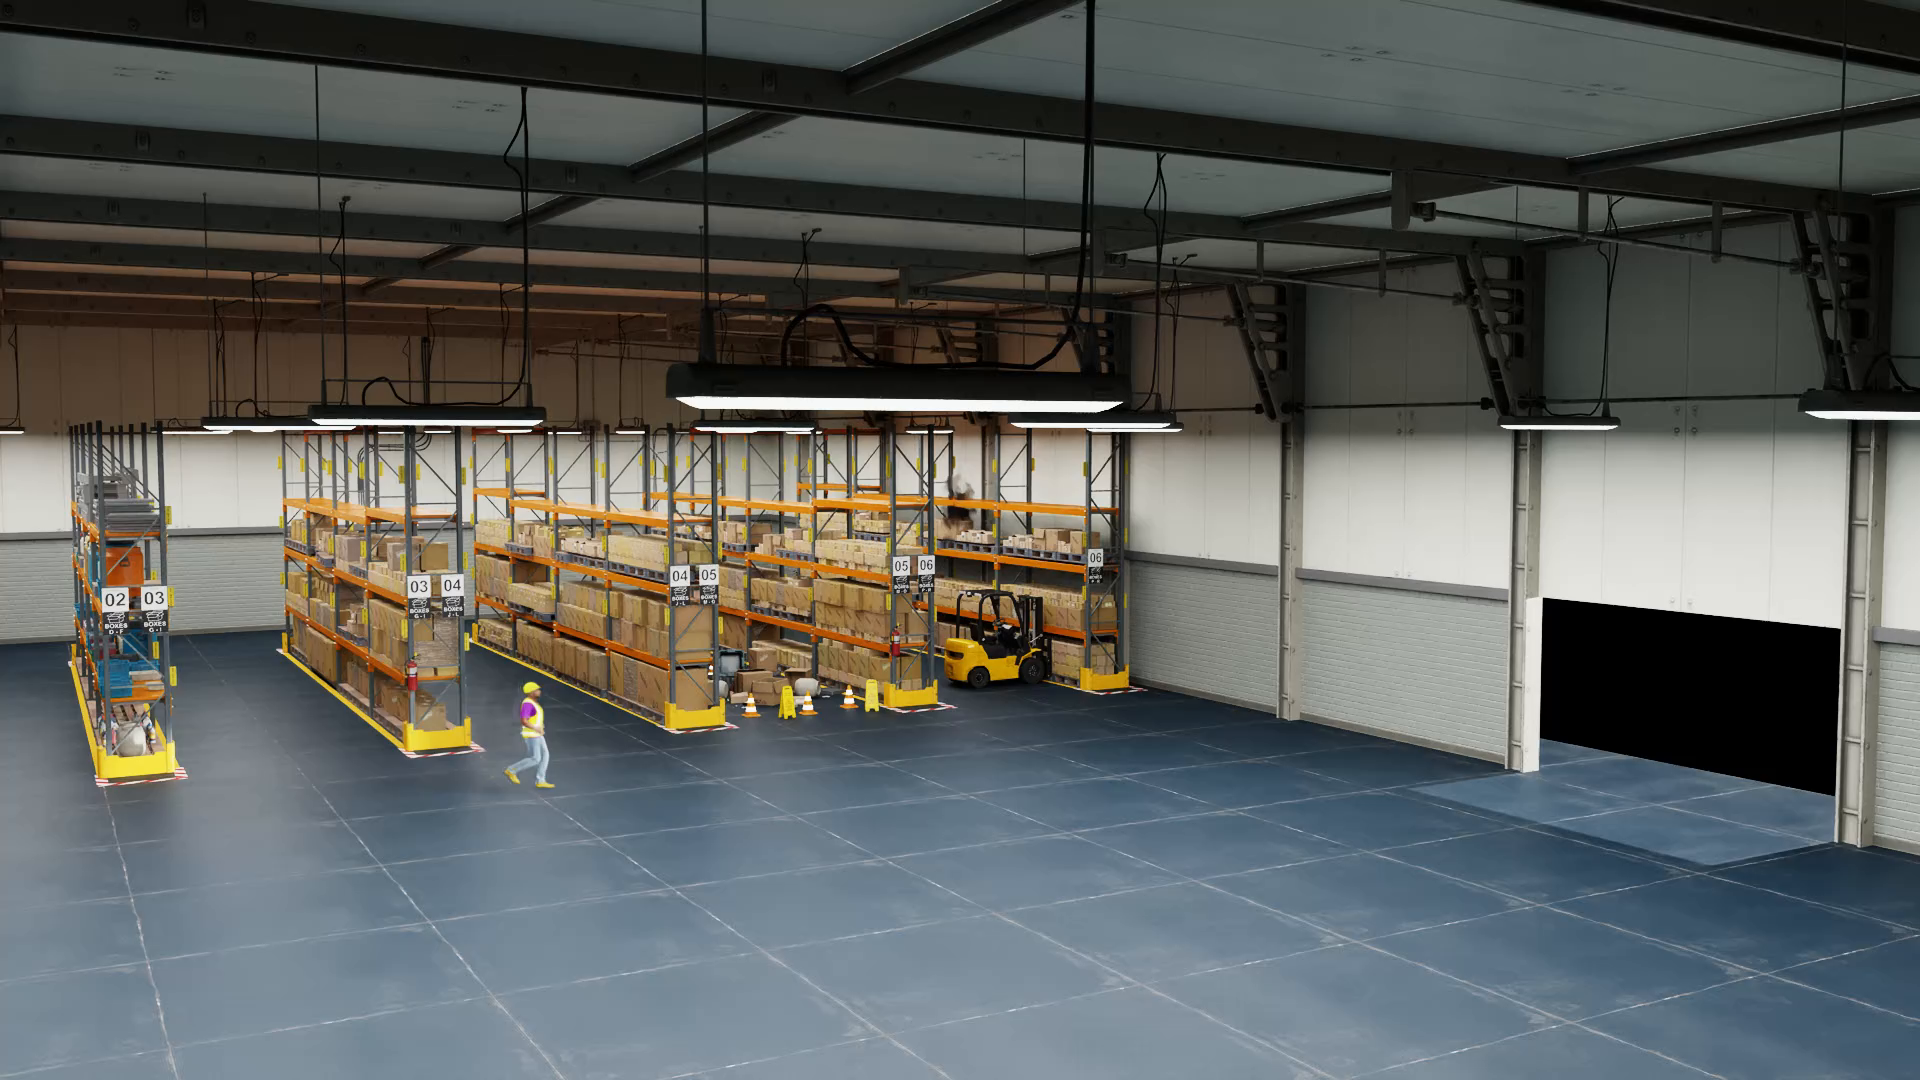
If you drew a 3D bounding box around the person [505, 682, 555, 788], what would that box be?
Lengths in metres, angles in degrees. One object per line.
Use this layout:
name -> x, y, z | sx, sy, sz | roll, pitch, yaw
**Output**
person -> -7.010, 3.186, 27.079 | 0.779, 1.746, 0.705 | 0, 4, -5
